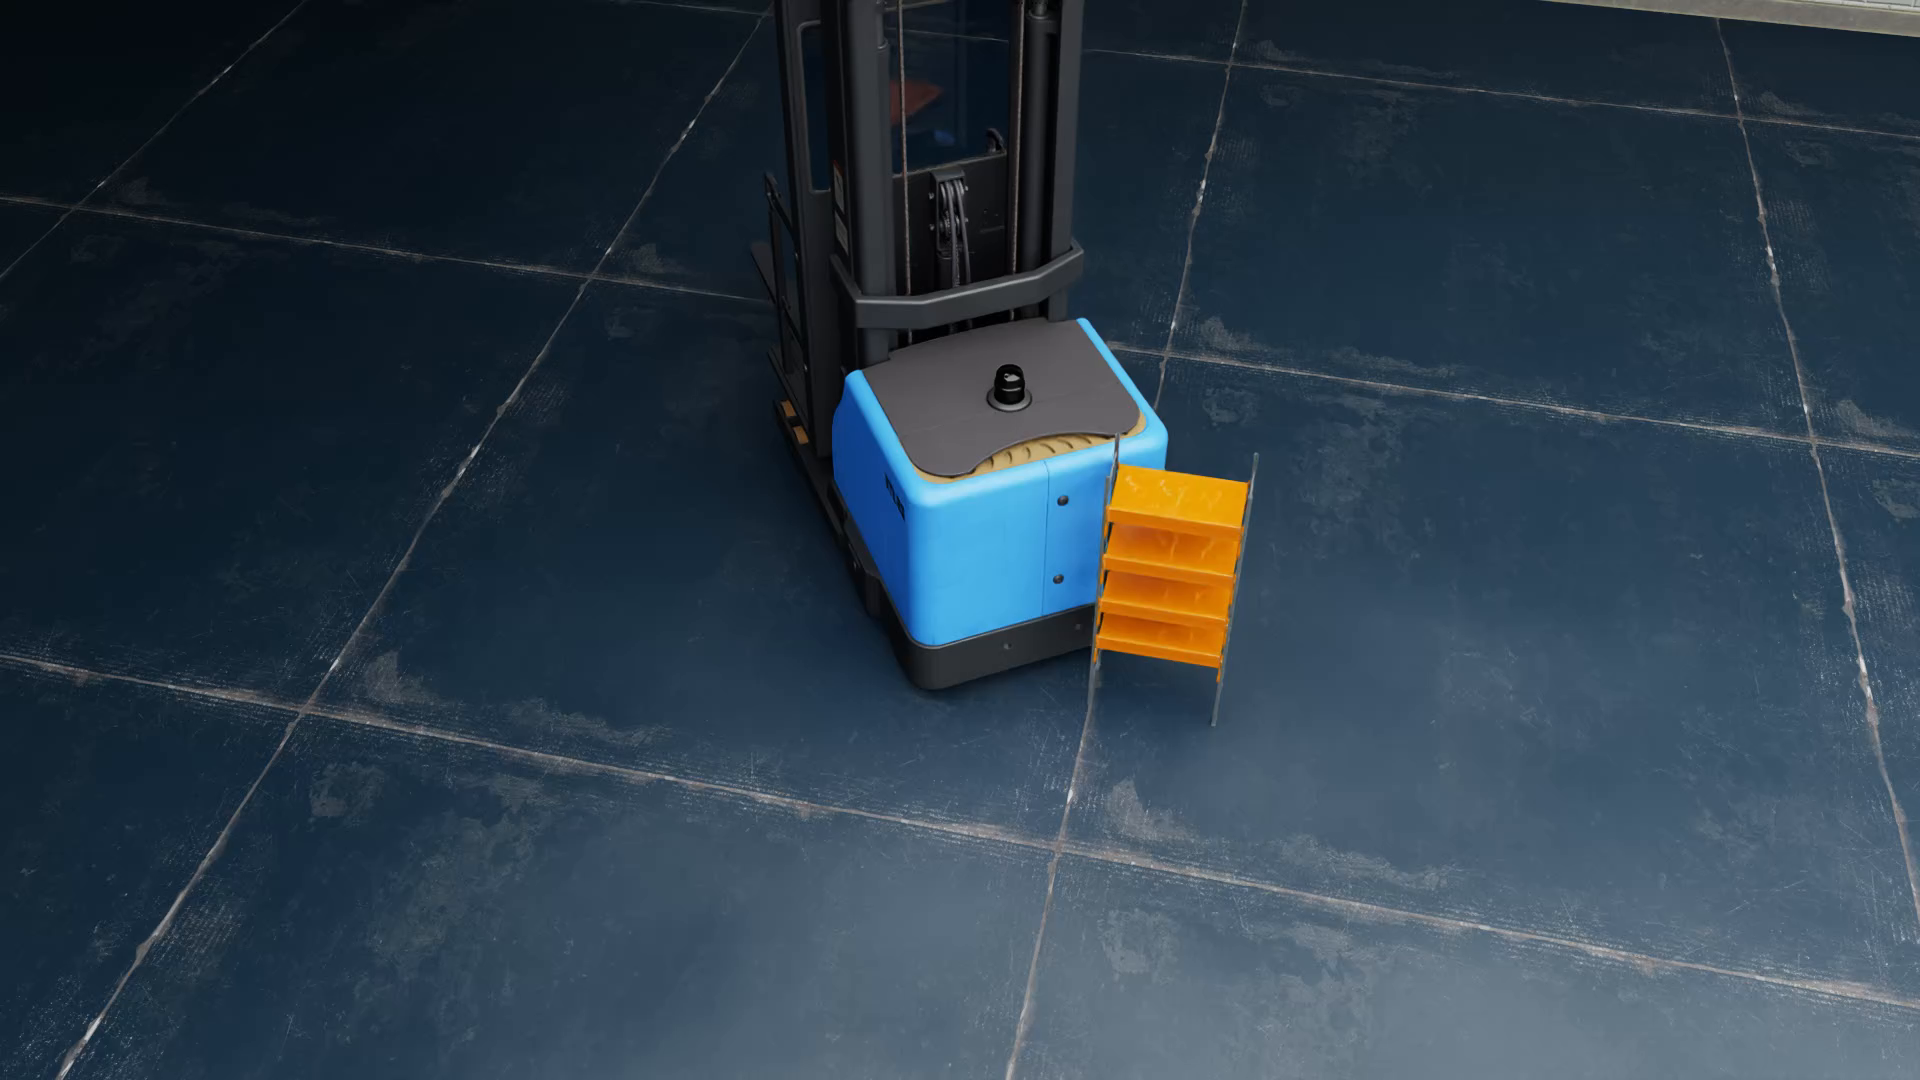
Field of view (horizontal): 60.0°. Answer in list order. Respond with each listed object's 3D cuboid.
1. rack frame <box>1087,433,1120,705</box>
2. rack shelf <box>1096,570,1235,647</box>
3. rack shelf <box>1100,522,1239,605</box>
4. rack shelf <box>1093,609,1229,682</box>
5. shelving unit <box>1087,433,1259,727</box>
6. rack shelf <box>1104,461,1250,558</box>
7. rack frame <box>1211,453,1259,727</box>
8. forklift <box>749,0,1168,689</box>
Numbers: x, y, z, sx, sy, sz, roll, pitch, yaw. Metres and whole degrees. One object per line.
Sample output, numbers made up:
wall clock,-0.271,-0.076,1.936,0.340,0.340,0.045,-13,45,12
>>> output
rack frame,0.533,0.135,6.205,0.015,1.200,0.240,9,45,9
rack shelf,0.771,0.221,6.212,0.480,0.148,0.258,9,45,9
rack shelf,0.771,0.060,6.057,0.480,0.148,0.258,9,45,9
rack shelf,0.771,0.364,6.350,0.480,0.148,0.258,9,45,9
shelving unit,0.771,0.173,6.166,0.503,1.200,0.258,9,45,9
rack shelf,0.771,-0.111,5.893,0.480,0.148,0.258,9,45,9
rack frame,1.009,0.210,6.127,0.015,1.200,0.240,9,45,9
forklift,-0.215,-1.509,6.664,1.130,2.935,3.031,-15,46,-15
